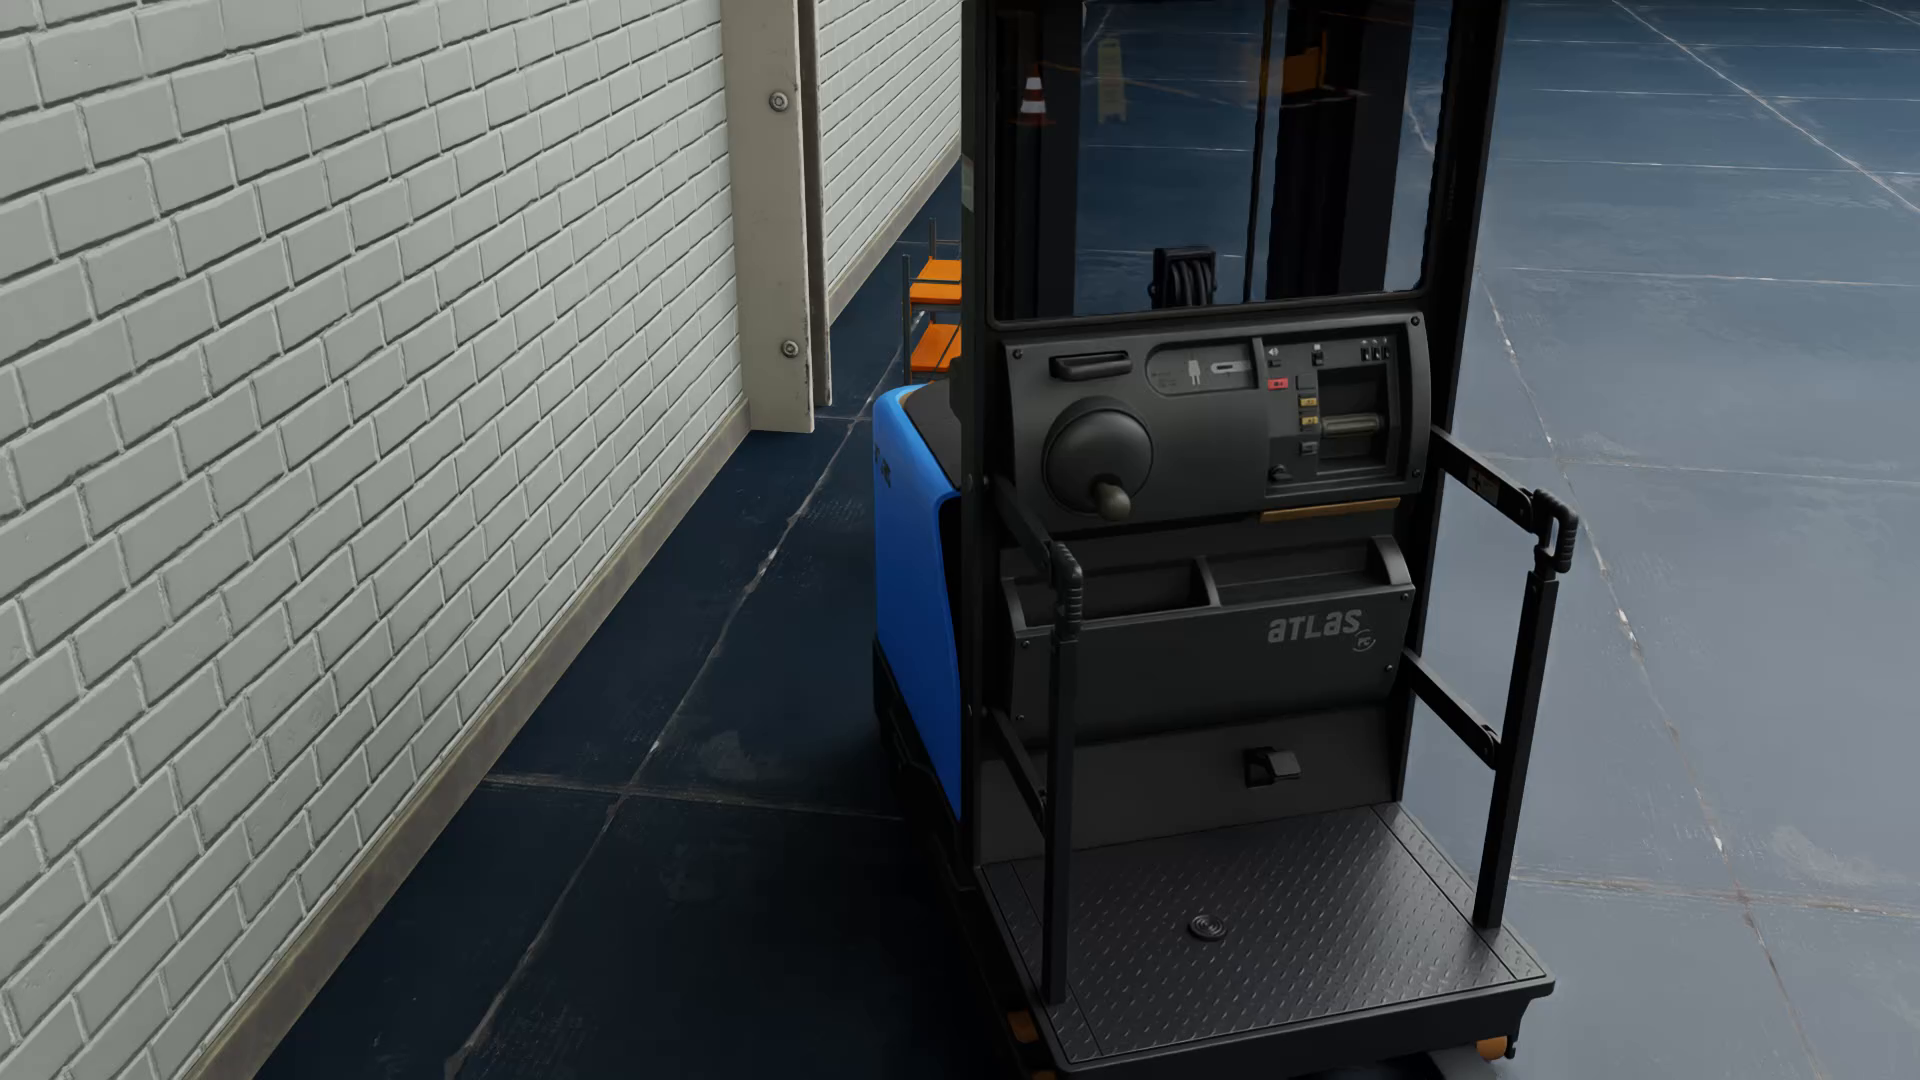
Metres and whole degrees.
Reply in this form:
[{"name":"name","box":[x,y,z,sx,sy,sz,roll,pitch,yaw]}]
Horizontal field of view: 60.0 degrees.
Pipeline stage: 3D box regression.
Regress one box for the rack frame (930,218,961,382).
[{"name":"rack frame","box":[0.013,-0.576,6.066,0.240,1.200,0.015,4,25,9]}]

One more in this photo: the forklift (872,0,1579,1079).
[{"name":"forklift","box":[0.603,-0.227,3.279,1.130,2.935,3.031,-6,26,-13]}]

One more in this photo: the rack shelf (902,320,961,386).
[{"name":"rack shelf","box":[-0.027,-0.616,5.781,0.258,0.148,0.480,4,25,9]}]

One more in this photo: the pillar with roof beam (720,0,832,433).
[{"name":"pillar with roof beam","box":[3.480,-4.337,4.900,9.100,9.000,0.400,4,25,9]}]

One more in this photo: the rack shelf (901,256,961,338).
[{"name":"rack shelf","box":[-0.027,-0.830,5.681,0.258,0.148,0.480,4,25,9]}]

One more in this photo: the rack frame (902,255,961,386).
[{"name":"rack frame","box":[-0.067,-0.372,5.630,0.240,1.200,0.015,4,25,9]}]

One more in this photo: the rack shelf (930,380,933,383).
[{"name":"rack shelf","box":[-0.027,-0.413,5.876,0.258,0.148,0.480,4,25,9]}]

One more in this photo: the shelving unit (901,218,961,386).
[{"name":"shelving unit","box":[-0.027,-0.474,5.848,0.258,1.200,0.503,4,25,9]}]

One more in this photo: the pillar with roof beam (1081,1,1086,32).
[{"name":"pillar with roof beam","box":[5.441,-9.355,15.622,9.100,9.000,0.400,4,25,9]}]
